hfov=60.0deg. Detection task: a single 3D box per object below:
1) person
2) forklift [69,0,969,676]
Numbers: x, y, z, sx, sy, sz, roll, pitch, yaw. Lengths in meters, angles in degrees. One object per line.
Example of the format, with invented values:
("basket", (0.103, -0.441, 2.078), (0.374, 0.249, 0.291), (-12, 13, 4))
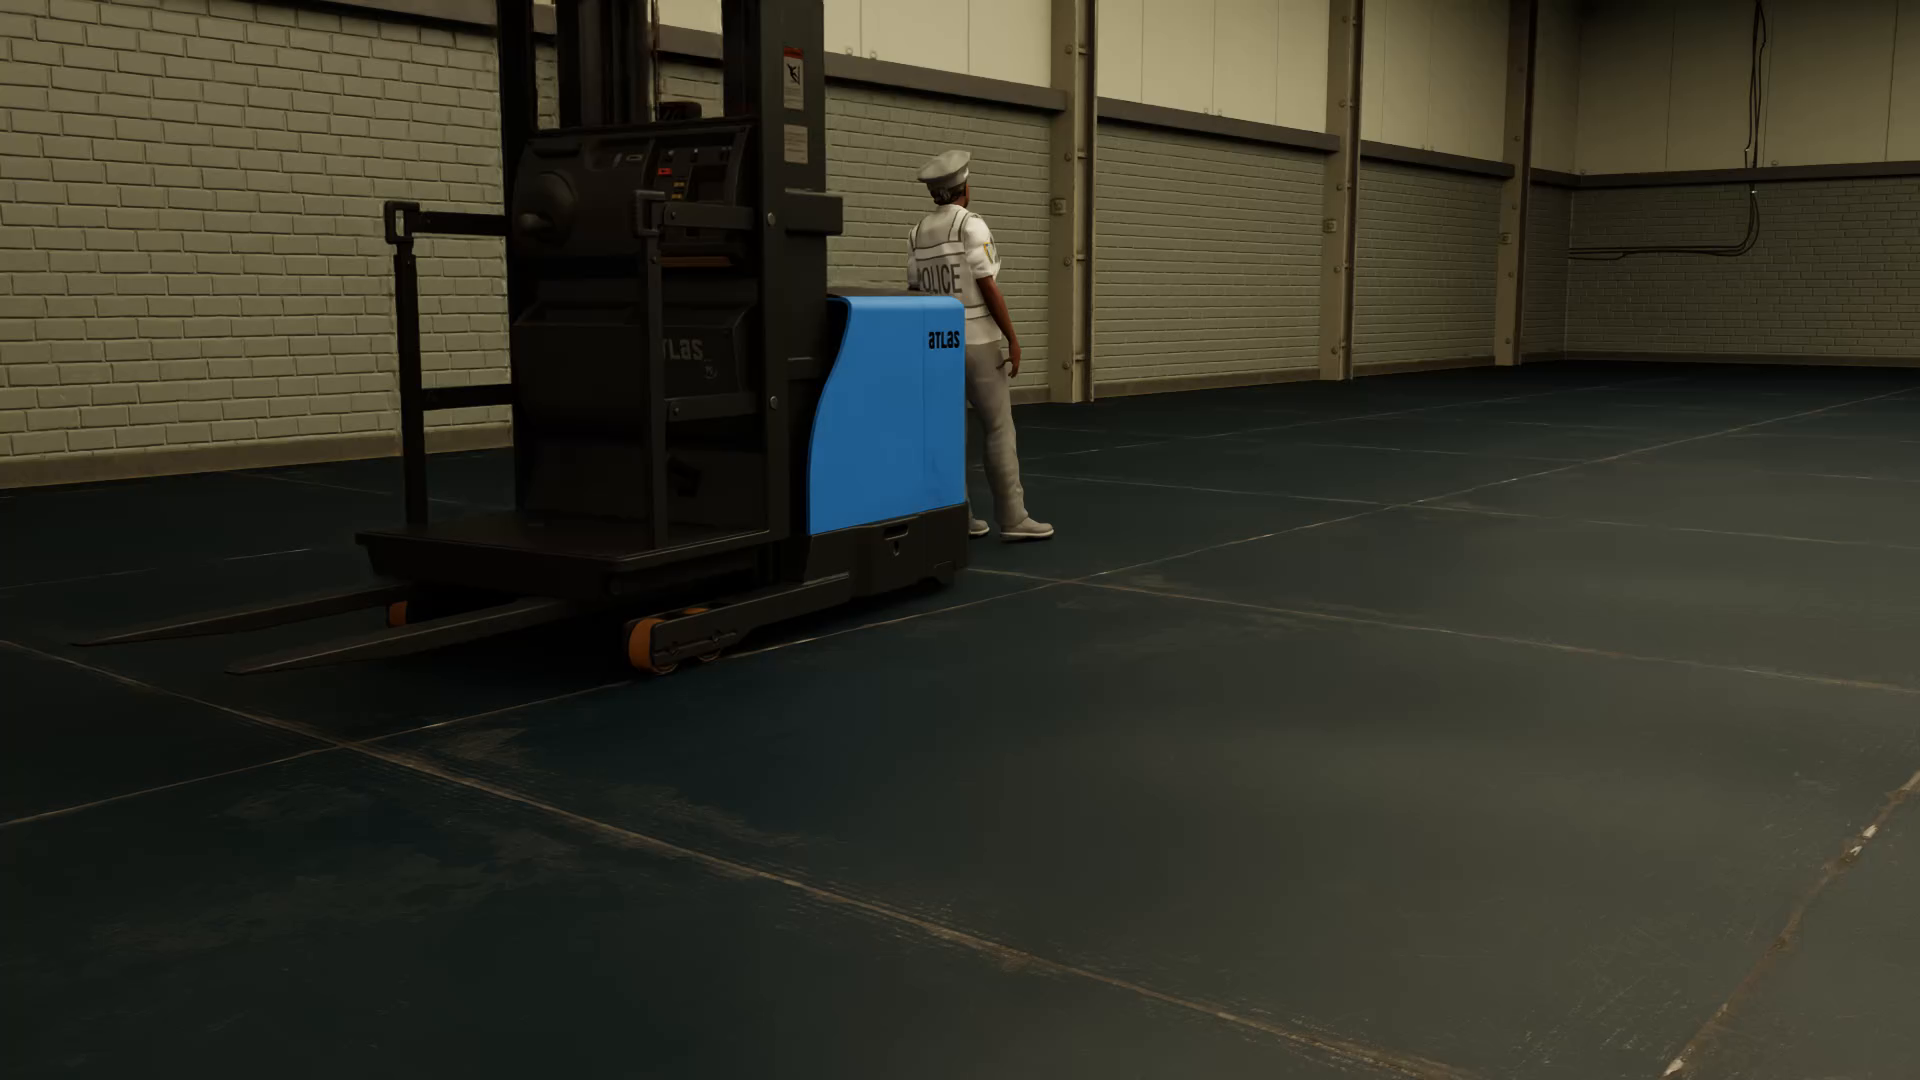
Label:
("person", (0.062, -0.851, 7.327), (0.570, 1.692, 0.530), (7, 11, 38))
("forklift", (-1.154, -1.139, 5.067), (1.130, 2.935, 3.031), (5, 10, 31))
